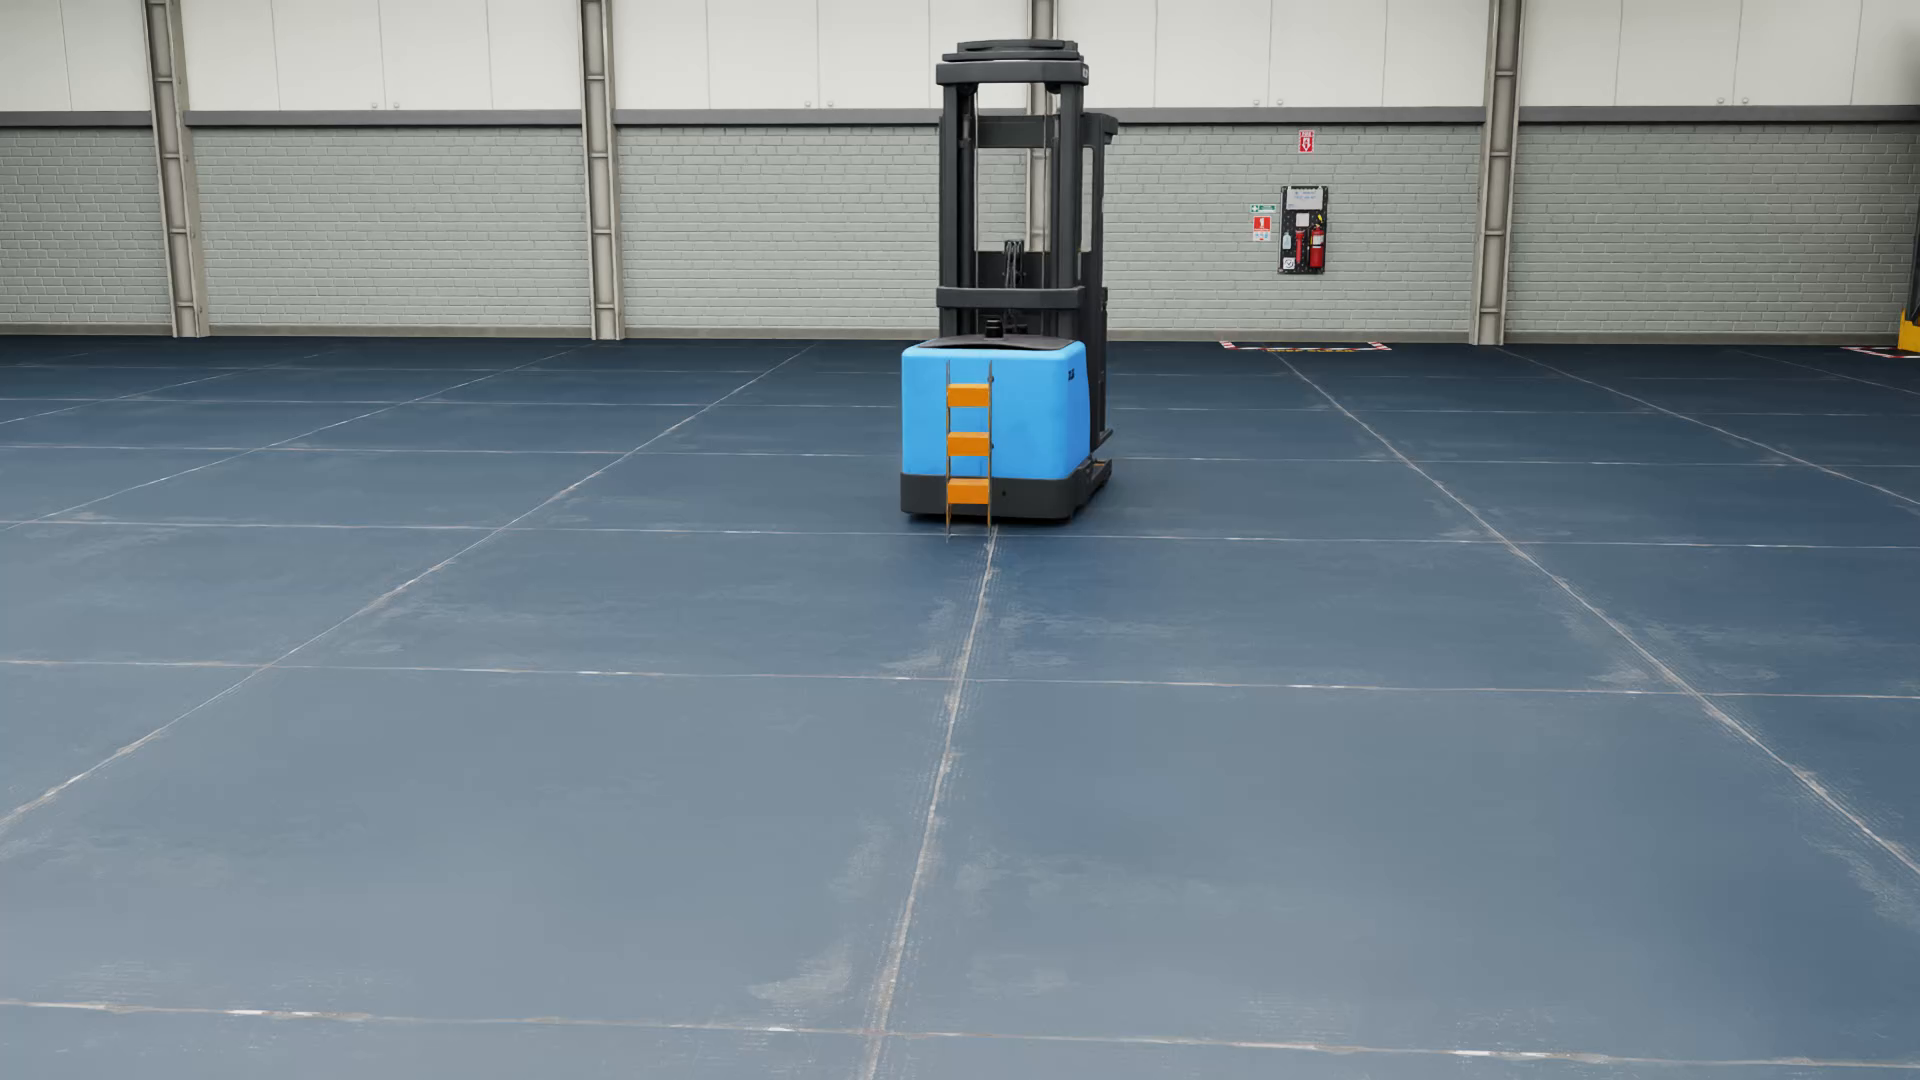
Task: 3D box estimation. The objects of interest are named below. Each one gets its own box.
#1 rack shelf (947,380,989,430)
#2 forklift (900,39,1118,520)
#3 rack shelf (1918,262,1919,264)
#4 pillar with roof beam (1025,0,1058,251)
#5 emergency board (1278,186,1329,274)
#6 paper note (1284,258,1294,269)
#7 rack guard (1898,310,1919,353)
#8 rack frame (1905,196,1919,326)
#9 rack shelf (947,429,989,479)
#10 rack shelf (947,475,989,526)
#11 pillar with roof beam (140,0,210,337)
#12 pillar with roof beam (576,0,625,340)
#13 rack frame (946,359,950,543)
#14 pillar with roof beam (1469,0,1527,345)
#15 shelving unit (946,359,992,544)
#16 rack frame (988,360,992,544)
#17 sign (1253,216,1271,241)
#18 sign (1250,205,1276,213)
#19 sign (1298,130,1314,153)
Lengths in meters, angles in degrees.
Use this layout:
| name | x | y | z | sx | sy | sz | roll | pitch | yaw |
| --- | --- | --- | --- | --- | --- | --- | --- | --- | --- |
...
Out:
| name | x | y | z | sx | sy | sz | roll | pitch | yaw |
| --- | --- | --- | --- | --- | --- | --- | --- | --- | --- |
| rack shelf | 0.053 | -0.781 | 9.601 | 0.240 | 0.259 | 0.215 | 1 | 12 | 4 |
| forklift | 0.456 | -1.813 | 11.279 | 1.130 | 2.935 | 3.031 | 3 | 12 | 12 |
| rack shelf | 14.303 | -3.479 | 20.830 | 4.000 | 0.370 | 1.077 | 1 | 12 | 4 |
| pillar with roof beam | 0.803 | -6.247 | 17.653 | 0.400 | 9.000 | 9.100 | 1 | 12 | 4 |
| emergency board | 4.614 | -4.149 | 22.278 | 0.643 | 1.169 | 0.194 | 1 | 12 | 4 |
| paper note | 4.442 | -3.735 | 22.447 | 0.142 | 0.148 | 0.016 | 1 | 12 | 4 |
| rack guard | 12.383 | -2.634 | 21.139 | 0.348 | 0.500 | 1.175 | 1 | 12 | 4 |
| rack frame | 12.307 | -3.858 | 20.888 | 0.127 | 3.000 | 1.000 | 1 | 12 | 4 |
| rack shelf | 0.053 | -0.503 | 9.659 | 0.240 | 0.259 | 0.215 | 1 | 12 | 4 |
| rack shelf | 0.053 | -0.231 | 9.716 | 0.240 | 0.259 | 0.215 | 1 | 12 | 4 |
| pillar with roof beam | -11.170 | -6.411 | 18.438 | 0.400 | 9.000 | 9.100 | 1 | 12 | 4 |
| pillar with roof beam | -5.184 | -6.329 | 18.045 | 0.400 | 9.000 | 9.100 | 1 | 12 | 4 |
| rack frame | -0.068 | -0.515 | 9.665 | 0.008 | 1.050 | 0.200 | 1 | 12 | 4 |
| pillar with roof beam | 6.789 | -6.165 | 17.260 | 0.400 | 9.000 | 9.100 | 1 | 12 | 4 |
| shelving unit | 0.053 | -0.513 | 9.657 | 0.252 | 1.050 | 0.215 | 1 | 12 | 4 |
| rack frame | 0.175 | -0.511 | 9.649 | 0.008 | 1.050 | 0.200 | 1 | 12 | 4 |
| sign | 4.069 | -4.195 | 22.411 | 0.234 | 0.329 | 0.001 | 1 | 12 | 4 |
| sign | 4.073 | -4.453 | 22.348 | 0.331 | 0.109 | 0.001 | 1 | 12 | 4 |
| sign | 4.612 | -5.304 | 22.138 | 0.199 | 0.298 | 0.001 | 1 | 12 | 4 |
